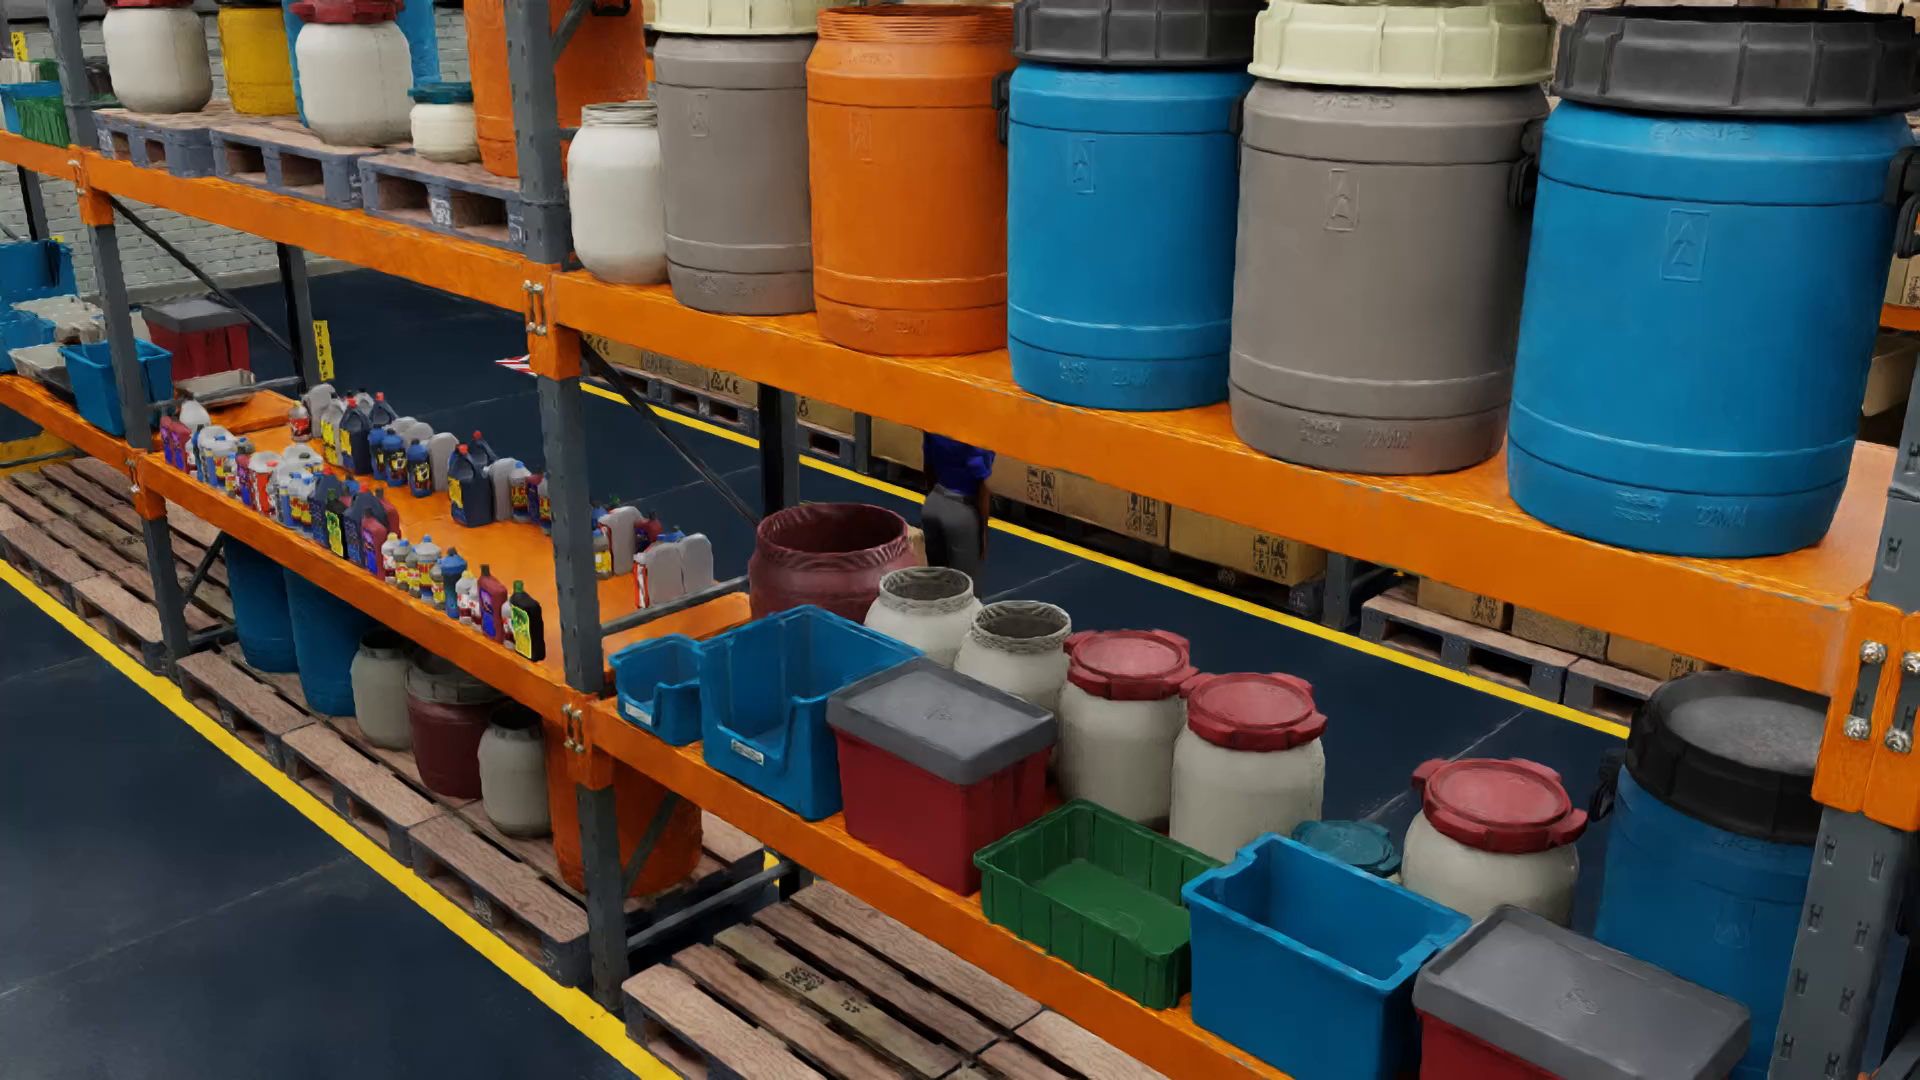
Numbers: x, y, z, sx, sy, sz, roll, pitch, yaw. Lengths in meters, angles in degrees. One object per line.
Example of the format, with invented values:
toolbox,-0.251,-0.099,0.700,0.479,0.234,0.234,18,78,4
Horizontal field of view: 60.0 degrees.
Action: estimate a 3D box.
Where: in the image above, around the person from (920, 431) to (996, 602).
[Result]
person,-0.001,-0.106,8.805,0.489,1.664,0.355,19,28,41
